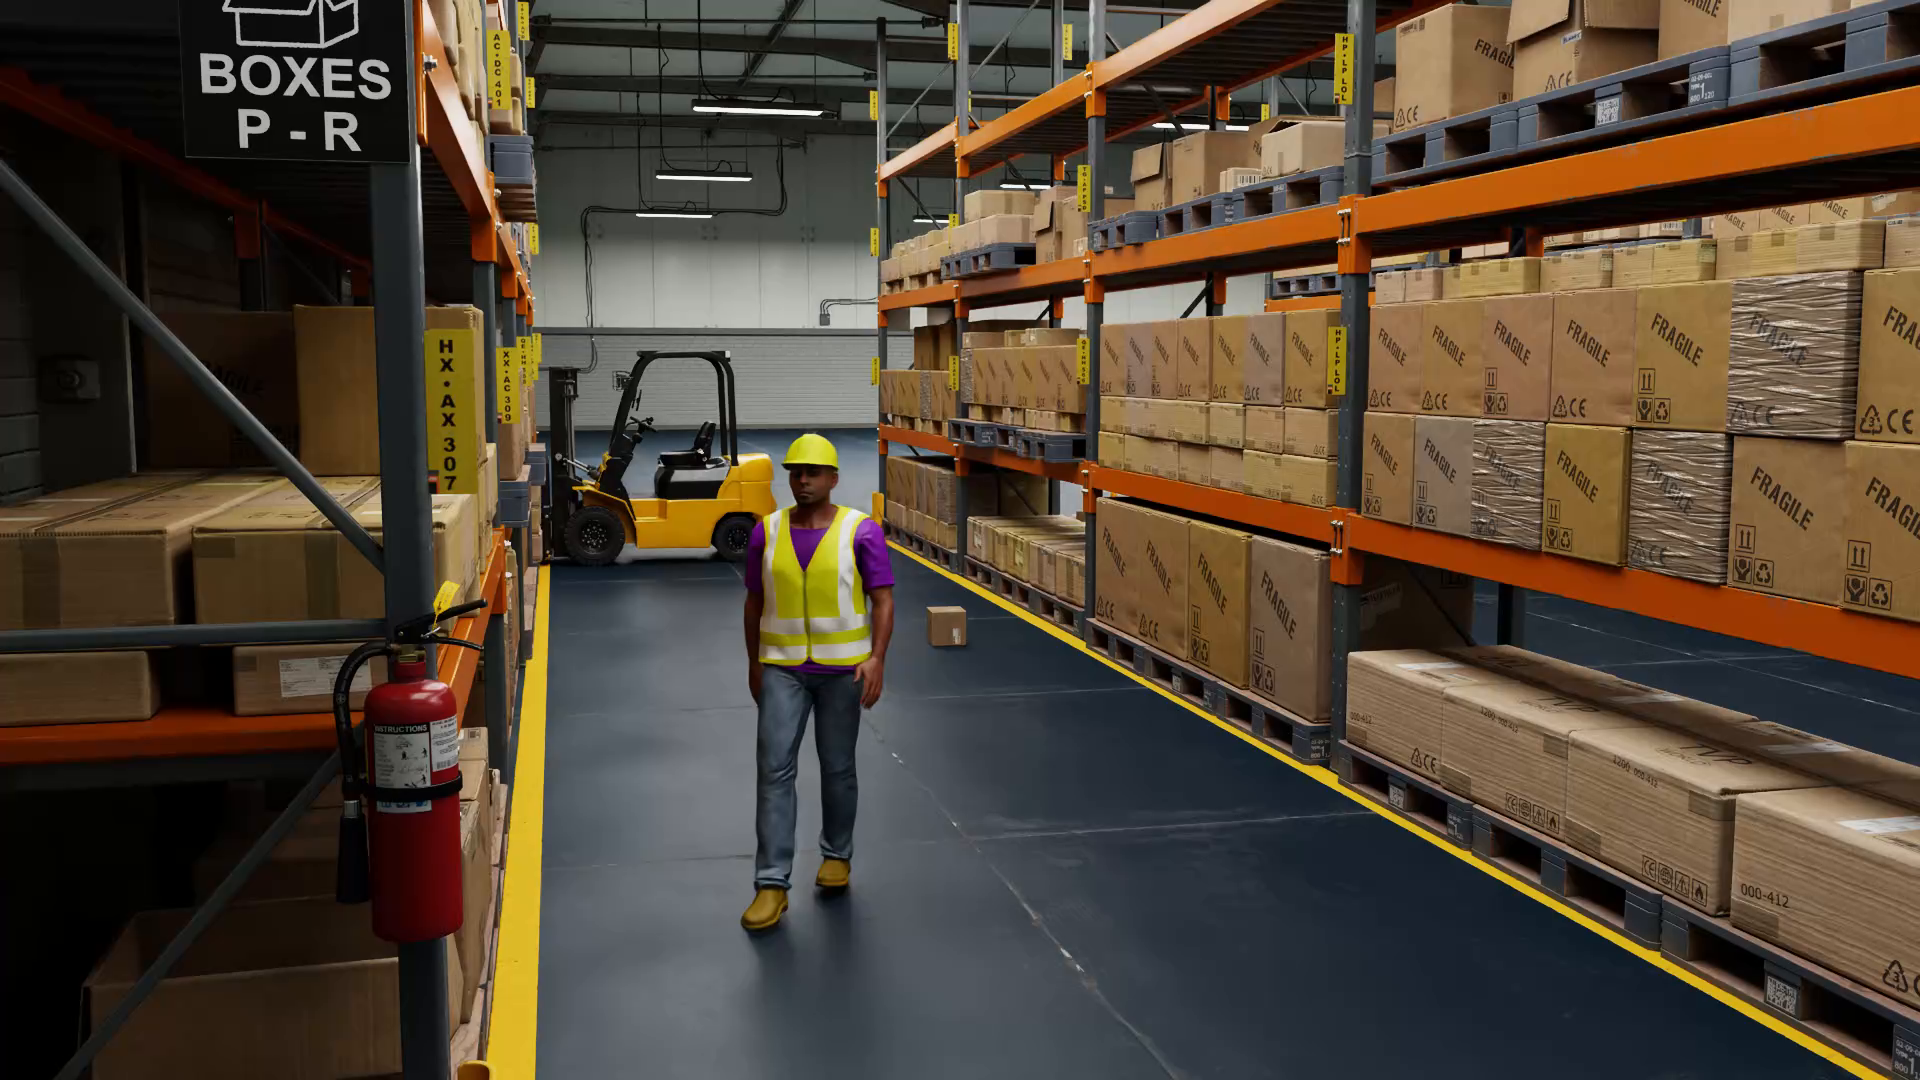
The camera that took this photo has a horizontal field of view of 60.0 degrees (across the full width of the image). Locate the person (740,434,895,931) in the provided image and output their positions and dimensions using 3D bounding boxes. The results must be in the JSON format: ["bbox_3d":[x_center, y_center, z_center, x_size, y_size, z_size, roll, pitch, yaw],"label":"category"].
[{"bbox_3d":[-0.545,0.486,6.145,0.589,1.738,0.820,0,6,2],"label":"person"}]
